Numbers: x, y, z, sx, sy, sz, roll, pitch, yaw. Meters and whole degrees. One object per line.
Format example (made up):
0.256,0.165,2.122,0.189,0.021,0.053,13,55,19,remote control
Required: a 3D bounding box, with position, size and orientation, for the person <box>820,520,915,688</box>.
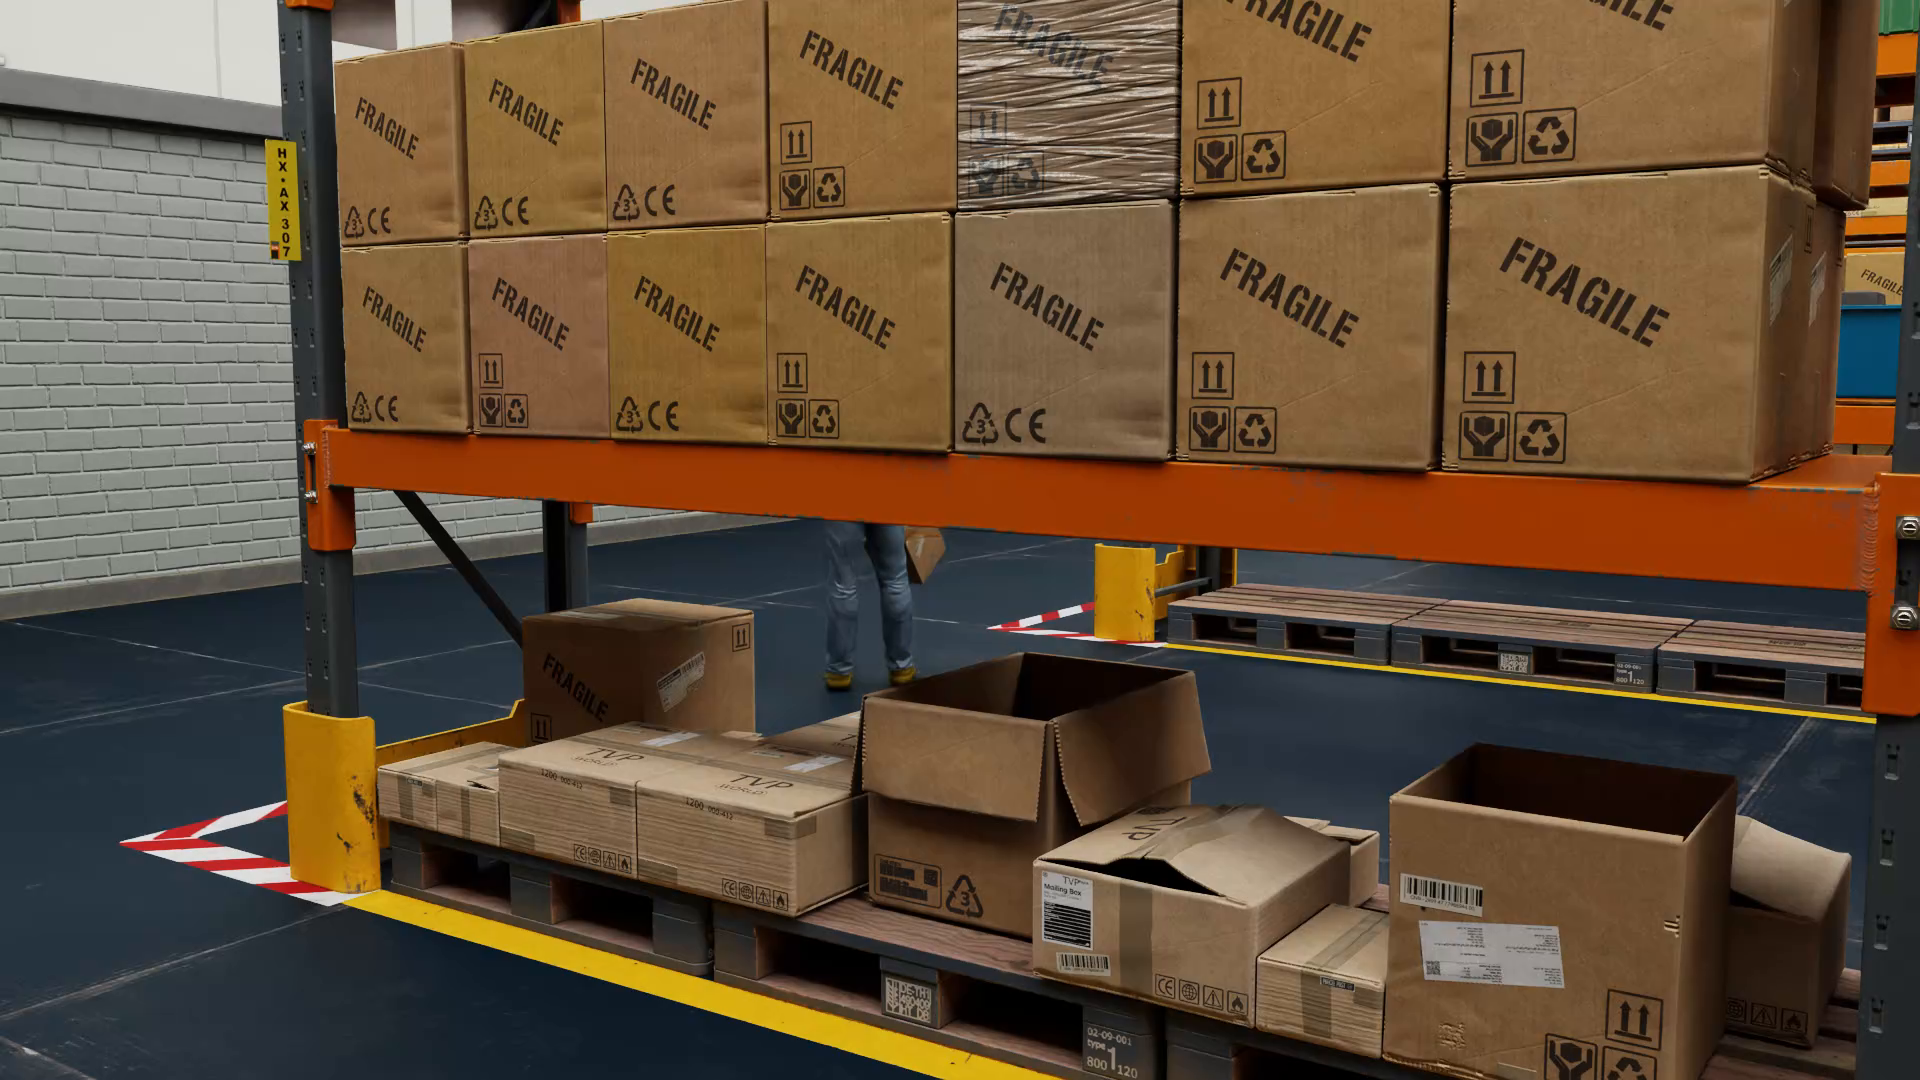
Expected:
6.523,0.139,4.217,9.033,1.776,13.367,-4,7,-31,person
